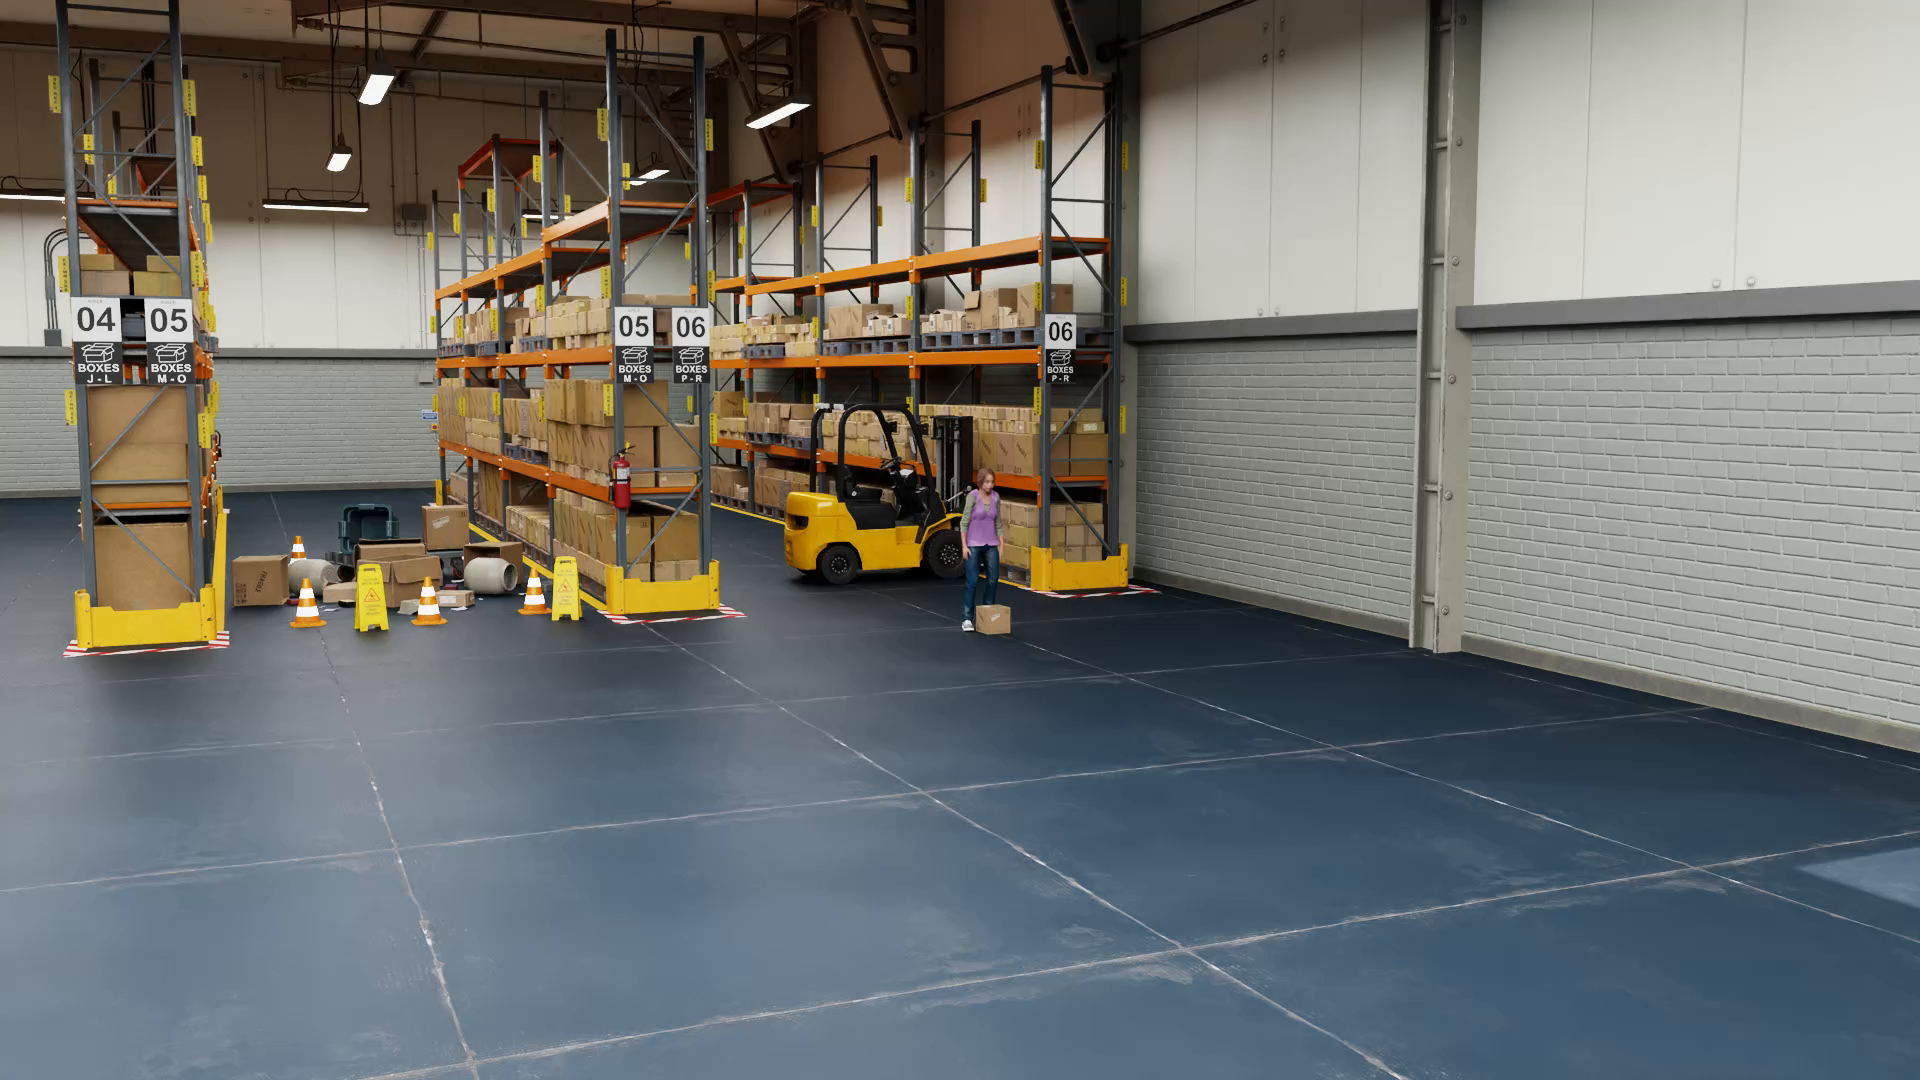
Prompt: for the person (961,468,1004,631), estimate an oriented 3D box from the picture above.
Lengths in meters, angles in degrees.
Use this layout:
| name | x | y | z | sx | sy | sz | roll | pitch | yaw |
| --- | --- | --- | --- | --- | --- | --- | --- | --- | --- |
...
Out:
| name | x | y | z | sx | sy | sz | roll | pitch | yaw |
| --- | --- | --- | --- | --- | --- | --- | --- | --- | --- |
| person | 0.215 | 0.086 | 16.343 | 0.455 | 1.592 | 0.346 | -2 | 6 | -24 |
